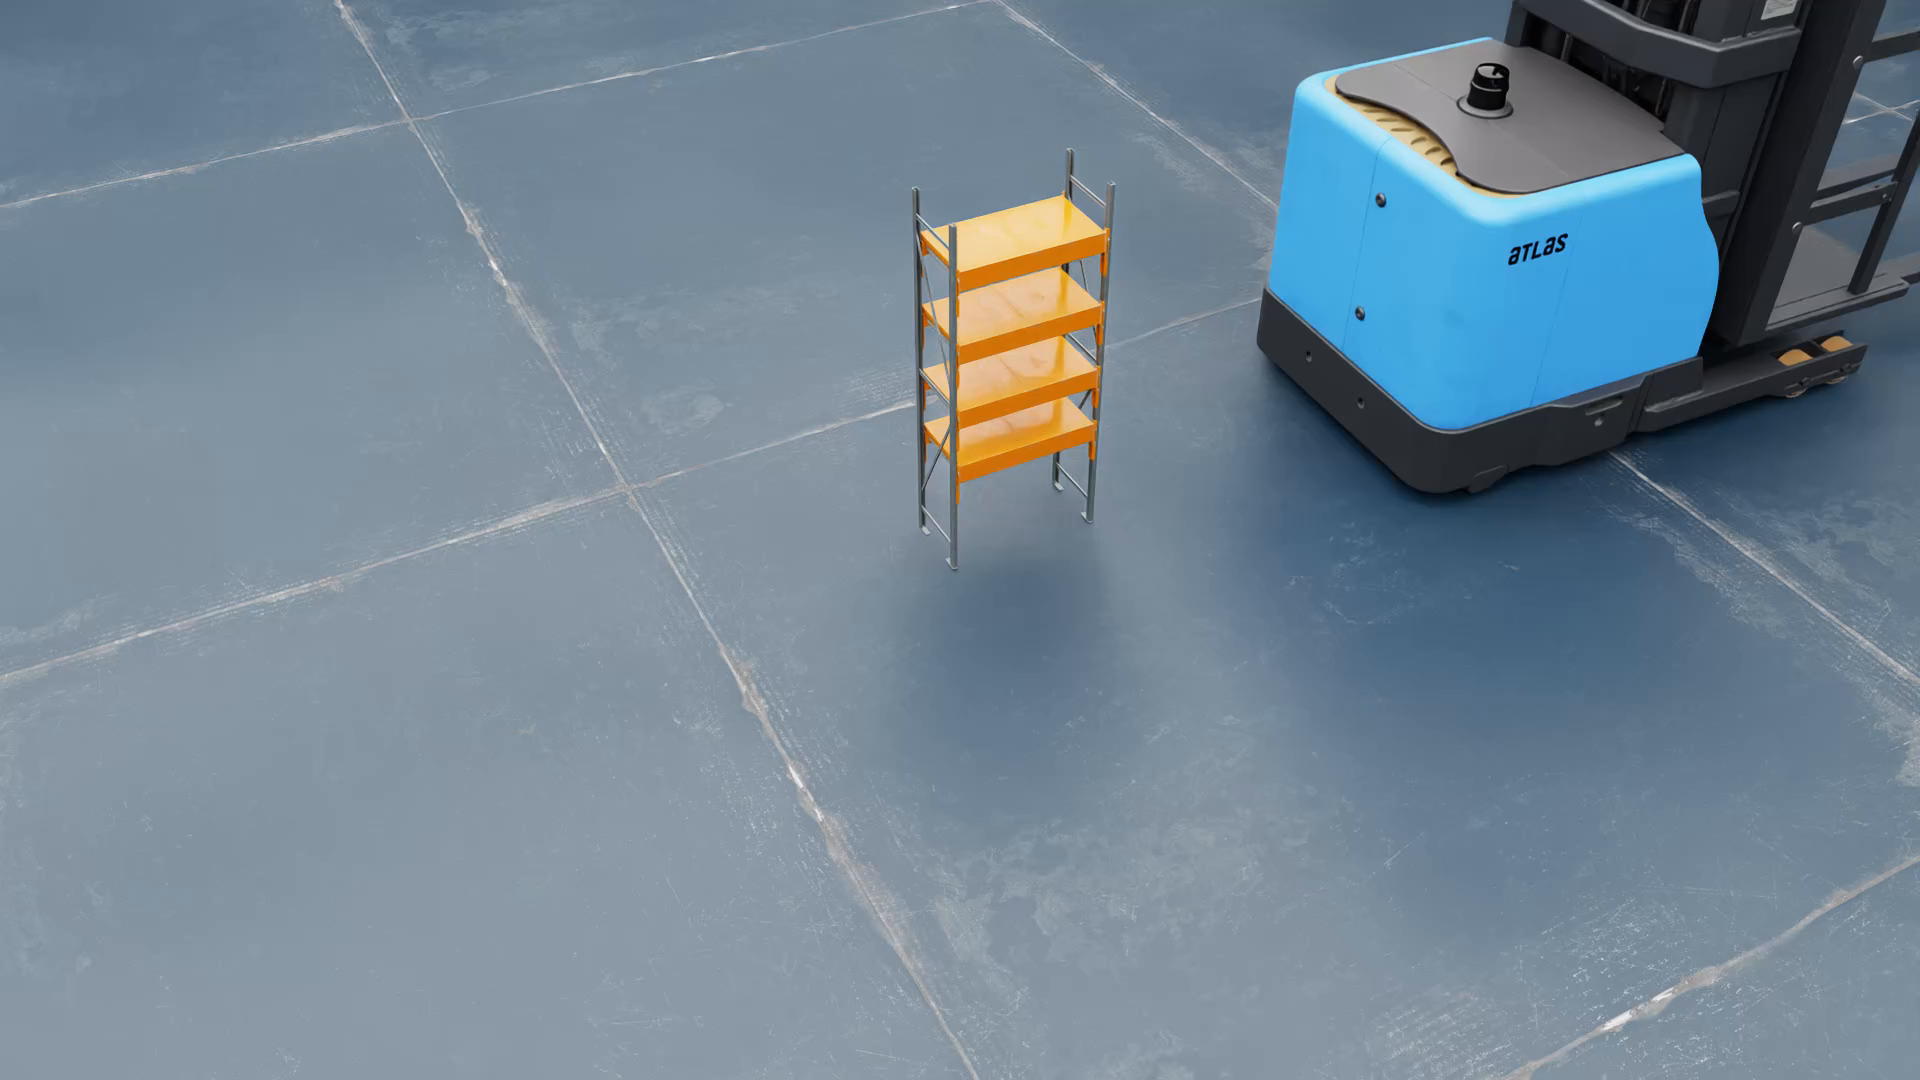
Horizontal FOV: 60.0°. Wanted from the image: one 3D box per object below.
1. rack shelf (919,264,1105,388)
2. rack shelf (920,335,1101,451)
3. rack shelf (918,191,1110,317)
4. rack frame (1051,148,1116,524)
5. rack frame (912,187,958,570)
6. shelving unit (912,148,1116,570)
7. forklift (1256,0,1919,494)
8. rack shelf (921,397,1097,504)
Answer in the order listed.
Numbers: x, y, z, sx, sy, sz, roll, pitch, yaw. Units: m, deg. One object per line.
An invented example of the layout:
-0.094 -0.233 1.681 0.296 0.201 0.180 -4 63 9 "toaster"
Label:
0.147 -0.627 4.820 0.480 0.148 0.258 -19 44 -21 "rack shelf"
0.147 -0.456 4.964 0.480 0.148 0.258 -19 44 -21 "rack shelf"
0.147 -0.807 4.667 0.480 0.148 0.258 -19 44 -21 "rack shelf"
0.363 -0.580 5.007 0.015 1.200 0.240 -19 44 -21 "rack frame"
-0.070 -0.435 4.835 0.015 1.200 0.240 -19 44 -21 "rack frame"
0.147 -0.507 4.921 0.503 1.200 0.258 -19 44 -21 "shelving unit"
2.625 -1.911 5.239 3.031 2.935 1.130 -17 43 -19 "forklift"
0.147 -0.304 5.092 0.480 0.148 0.258 -19 44 -21 "rack shelf"
